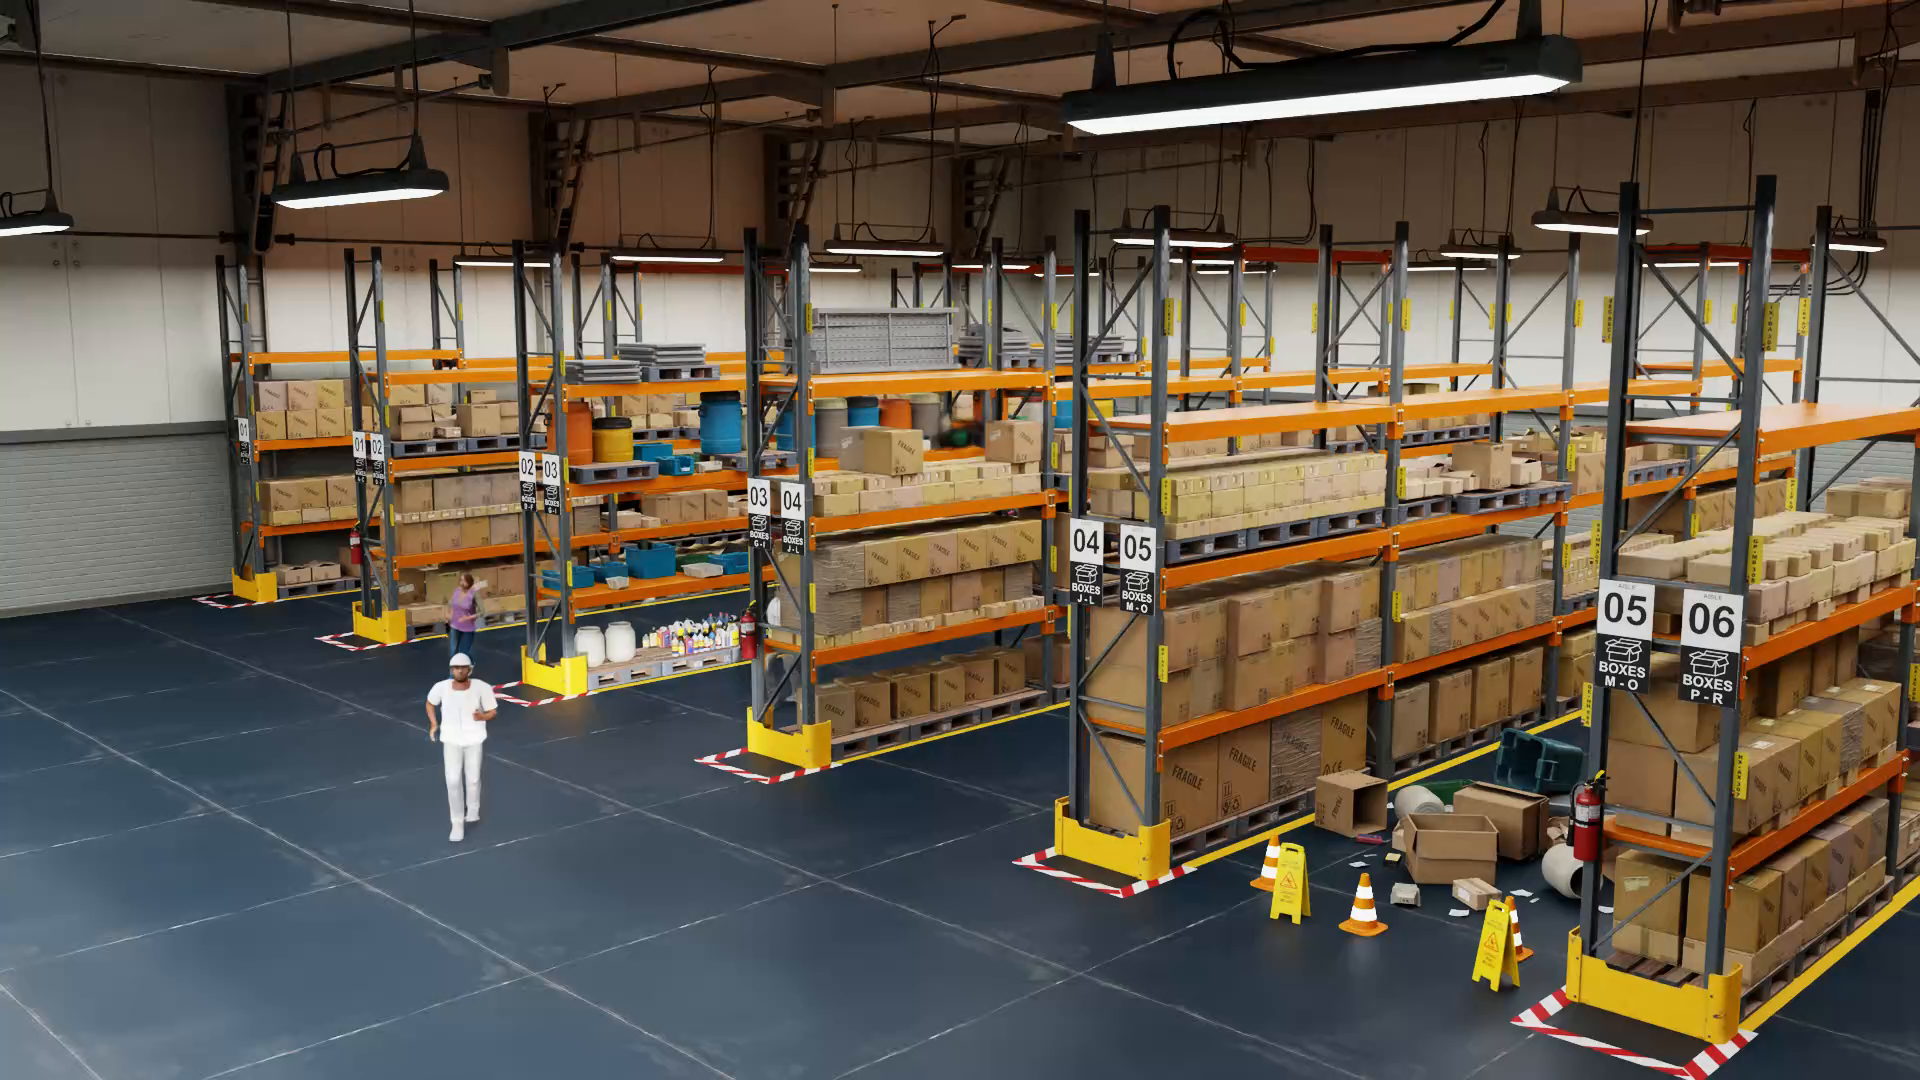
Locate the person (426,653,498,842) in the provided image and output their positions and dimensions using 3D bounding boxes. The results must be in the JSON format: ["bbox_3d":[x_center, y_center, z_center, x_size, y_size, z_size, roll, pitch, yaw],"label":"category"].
[{"bbox_3d":[-4.863,2.005,16.280,0.675,1.830,0.722,-2,8,-15],"label":"person"}]

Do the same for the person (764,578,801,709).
[{"bbox_3d":[-2.301,1.331,21.301,0.538,1.748,0.727,4,9,28],"label":"person"}]

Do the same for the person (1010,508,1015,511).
[{"bbox_3d":[1.087,-0.140,31.642,0.607,1.656,0.561,6,10,36],"label":"person"}]

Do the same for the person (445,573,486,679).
[{"bbox_3d":[-6.712,1.217,22.636,0.582,1.582,0.751,1,8,9],"label":"person"}]
